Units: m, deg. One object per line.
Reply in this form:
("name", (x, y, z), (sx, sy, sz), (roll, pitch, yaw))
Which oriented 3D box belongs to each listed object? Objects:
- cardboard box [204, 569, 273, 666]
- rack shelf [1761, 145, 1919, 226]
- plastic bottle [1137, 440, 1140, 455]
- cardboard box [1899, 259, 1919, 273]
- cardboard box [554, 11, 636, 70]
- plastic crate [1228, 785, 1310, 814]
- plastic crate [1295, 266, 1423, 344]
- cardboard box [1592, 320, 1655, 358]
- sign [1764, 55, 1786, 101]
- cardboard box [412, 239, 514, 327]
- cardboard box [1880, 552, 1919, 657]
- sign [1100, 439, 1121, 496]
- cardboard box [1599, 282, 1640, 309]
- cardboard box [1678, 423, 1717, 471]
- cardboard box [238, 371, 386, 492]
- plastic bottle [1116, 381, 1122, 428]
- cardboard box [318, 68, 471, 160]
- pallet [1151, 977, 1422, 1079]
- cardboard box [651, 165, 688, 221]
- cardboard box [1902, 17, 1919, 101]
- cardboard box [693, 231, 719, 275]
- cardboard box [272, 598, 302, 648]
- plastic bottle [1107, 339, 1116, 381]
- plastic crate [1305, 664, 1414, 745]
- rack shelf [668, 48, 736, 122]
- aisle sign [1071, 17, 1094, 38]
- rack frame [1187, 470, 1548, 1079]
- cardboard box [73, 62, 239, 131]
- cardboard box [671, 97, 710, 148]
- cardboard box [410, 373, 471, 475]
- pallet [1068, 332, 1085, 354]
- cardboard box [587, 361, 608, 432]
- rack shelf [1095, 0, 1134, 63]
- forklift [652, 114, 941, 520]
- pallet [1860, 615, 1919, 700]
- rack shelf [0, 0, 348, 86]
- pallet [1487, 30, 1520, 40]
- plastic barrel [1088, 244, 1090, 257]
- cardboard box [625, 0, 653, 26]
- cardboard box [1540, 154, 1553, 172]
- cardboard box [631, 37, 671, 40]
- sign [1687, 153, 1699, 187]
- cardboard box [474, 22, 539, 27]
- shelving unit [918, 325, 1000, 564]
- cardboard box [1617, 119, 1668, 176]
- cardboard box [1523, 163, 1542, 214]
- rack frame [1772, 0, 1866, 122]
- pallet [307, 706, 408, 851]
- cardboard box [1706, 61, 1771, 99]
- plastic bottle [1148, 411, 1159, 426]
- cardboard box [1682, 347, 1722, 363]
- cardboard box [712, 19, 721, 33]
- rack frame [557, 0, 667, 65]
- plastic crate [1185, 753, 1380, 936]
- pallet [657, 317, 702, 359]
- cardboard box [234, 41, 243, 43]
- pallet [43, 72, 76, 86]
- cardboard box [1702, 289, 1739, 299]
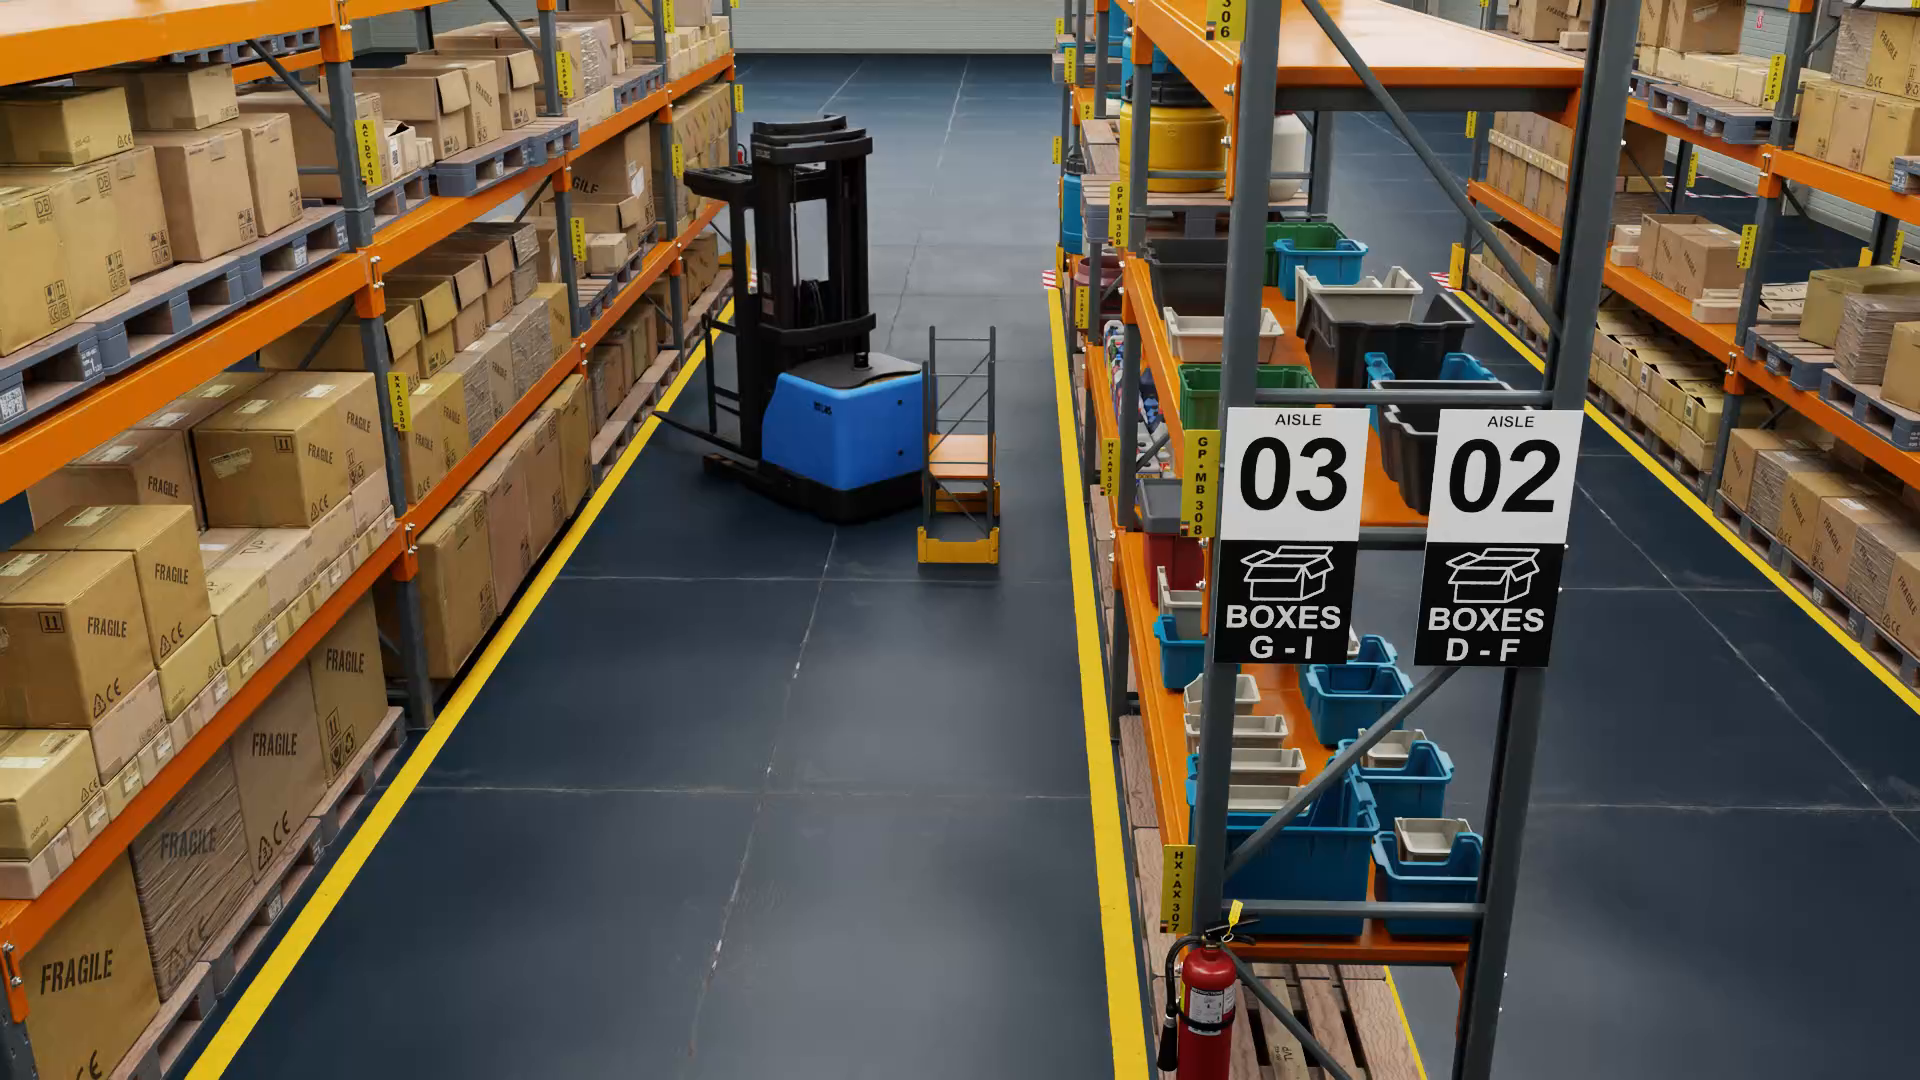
("cardboard box", (-3.385, 0.337, 7.311), (0.500, 0.250, 0.500), (0, 21, 1))
("rack shelf", (6.376, -1.988, 10.353), (1.077, 0.370, 4.000), (1, 21, 2))
("plastic bottle", (1.015, -0.433, 9.660), (0.061, 0.283, 0.133), (1, 21, 2))
("cardboard box", (11.521, -3.190, 19.711), (0.500, 0.311, 0.500), (-2, 21, -4))
("cardboard box", (-3.456, -4.678, 15.568), (0.797, 0.503, 0.637), (0, 21, -1))
("plastic crate", (1.087, 0.987, 6.120), (0.396, 0.136, 0.243), (1, 21, 2))
("plastic crate", (1.619, -0.952, 6.853), (0.437, 0.282, 0.530), (1, 21, 2))
("cardboard box", (6.277, -1.942, 15.832), (0.500, 0.311, 0.500), (0, 21, 1))
("sign", (5.883, -3.333, 12.002), (0.100, 0.325, 0.005), (1, 21, 2))
("cardboard box", (-3.526, -1.773, 11.426), (0.797, 0.503, 0.637), (1, 21, 3))
("cardboard box", (6.067, 0.399, 10.203), (0.500, 0.500, 0.500), (1, 21, 2))
("sign", (0.815, -0.393, 9.013), (0.100, 0.325, 0.005), (1, 21, 2))
("cardboard box", (6.886, -2.522, 17.065), (0.500, 0.500, 0.500), (1, 21, 2))
("cardboard box", (6.209, -0.755, 13.548), (0.500, 0.250, 0.500), (1, 21, 3))
("cardboard box", (-3.333, -0.561, 8.588), (0.500, 0.500, 0.500), (1, 21, 3))
("plastic bottle", (1.052, -0.880, 10.812), (0.061, 0.283, 0.133), (1, 21, 2))
("cardboard box", (-3.505, -2.662, 10.372), (0.797, 0.503, 0.637), (0, 21, 1))
("pallet", (1.307, 2.191, 6.590), (1.003, 0.211, 1.213), (1, 21, 2))
("cardboard box", (-3.267, -3.552, 16.986), (0.875, 0.500, 0.500), (1, 21, 2))
("cardboard box", (6.386, -3.032, 10.531), (0.500, 0.500, 0.500), (1, 21, 2))
("cardboard box", (-3.257, -3.455, 20.163), (0.500, 0.500, 0.500), (5, 22, 12))
("cardboard box", (-3.307, 0.384, 7.740), (0.380, 0.149, 0.250), (0, 21, 1))
("plastic bottle", (1.086, -1.281, 11.845), (0.061, 0.283, 0.133), (1, 21, 2))
("plastic crate", (1.619, 0.677, 6.785), (0.416, 0.233, 0.300), (1, 21, 2))
("rack shelf", (-3.282, -4.991, 18.092), (1.077, 0.370, 4.000), (1, 21, 2))
("aisle sign", (1.439, -5.837, 19.833), (0.394, 0.787, 0.004), (1, 21, 2))
("rack frame", (1.243, 1.189, 5.318), (1.000, 3.000, 0.127), (1, 21, 2))
("cardboard box", (-3.621, -2.009, 7.519), (0.500, 0.250, 0.500), (-1, 21, -2))
("cardboard box", (-3.042, -4.558, 18.198), (0.500, 0.500, 0.500), (1, 21, 2))
("cardboard box", (-3.308, -0.704, 10.058), (0.500, 0.500, 0.500), (1, 21, 2))
("pallet", (1.670, -2.092, 17.629), (1.003, 0.211, 1.213), (1, 21, 2))
("cardboard box", (-3.460, -1.241, 14.428), (0.700, 0.500, 0.500), (-1, 21, -3))
("rack shelf", (1.425, -3.255, 10.026), (1.077, 0.370, 4.000), (1, 21, 2))
("forklift", (-1.505, -1.972, 13.560), (1.130, 2.935, 3.031), (-18, 27, -38))
("pallet", (6.302, 0.804, 10.165), (1.003, 0.211, 1.213), (1, 21, 2))
("rack shelf", (-3.647, -1.864, 6.440), (1.077, 0.370, 4.000), (1, 21, 2))
("pallet", (6.633, -5.642, 18.899), (1.003, 0.211, 1.213), (1, 21, 2))
("plastic barrel", (1.324, -2.448, 14.504), (0.433, 0.535, 0.433), (0, 21, 0))
("cardboard box", (-3.536, -5.934, 18.287), (0.500, 0.500, 0.500), (1, 21, 1))
("cardboard box", (6.393, -4.003, 17.664), (0.380, 0.149, 0.250), (1, 21, 3))
("cardboard box", (-3.085, -4.930, 16.597), (0.380, 0.149, 0.250), (0, 21, -1))
("sign", (7.101, -3.594, 16.155), (0.100, 0.325, 0.005), (1, 21, 2))
("cardboard box", (-3.665, -3.976, 13.653), (0.500, 0.500, 0.500), (1, 21, 3))
("shelving unit", (0.002, -0.727, 12.329), (0.587, 1.500, 1.083), (1, 21, 2))
("cardboard box", (6.566, -3.906, 16.517), (0.700, 0.500, 0.500), (1, 21, 2))
("cardboard box", (6.609, -3.858, 18.188), (0.700, 0.500, 0.500), (1, 21, 3))
("rack frame", (6.437, -4.445, 11.544), (1.000, 3.000, 0.127), (1, 21, 2))
("pallet", (-3.688, 1.262, 8.984), (1.003, 0.211, 1.213), (1, 21, 2))
("cardboard box", (6.421, -3.733, 13.484), (0.500, 0.250, 0.500), (0, 21, 1))
("plastic bottle", (1.205, -0.663, 10.269), (0.097, 0.271, 0.097), (0, 21, 0))
("cardboard box", (6.787, -1.570, 14.873), (0.500, 0.311, 0.500), (0, 21, 1))
("cardboard box", (-2.942, -5.868, 19.016), (0.380, 0.149, 0.250), (0, 21, -1))
("rack frame", (-3.343, -6.001, 15.556), (1.000, 3.000, 0.127), (1, 21, 2))
("plastic crate", (1.066, 1.021, 5.618), (0.616, 0.435, 0.499), (1, 21, 2))
("pallet", (-3.358, -2.148, 17.772), (1.003, 0.211, 1.213), (1, 21, 2))
("cardboard box", (-7.910, -5.408, 17.801), (0.380, 0.149, 0.250), (1, 21, 2))
("pallet", (-8.276, -4.273, 15.512), (0.805, 0.209, 1.217), (0, 21, -1))
("cardboard box", (6.420, -1.992, 13.864), (0.380, 0.149, 0.250), (2, 21, 6))
